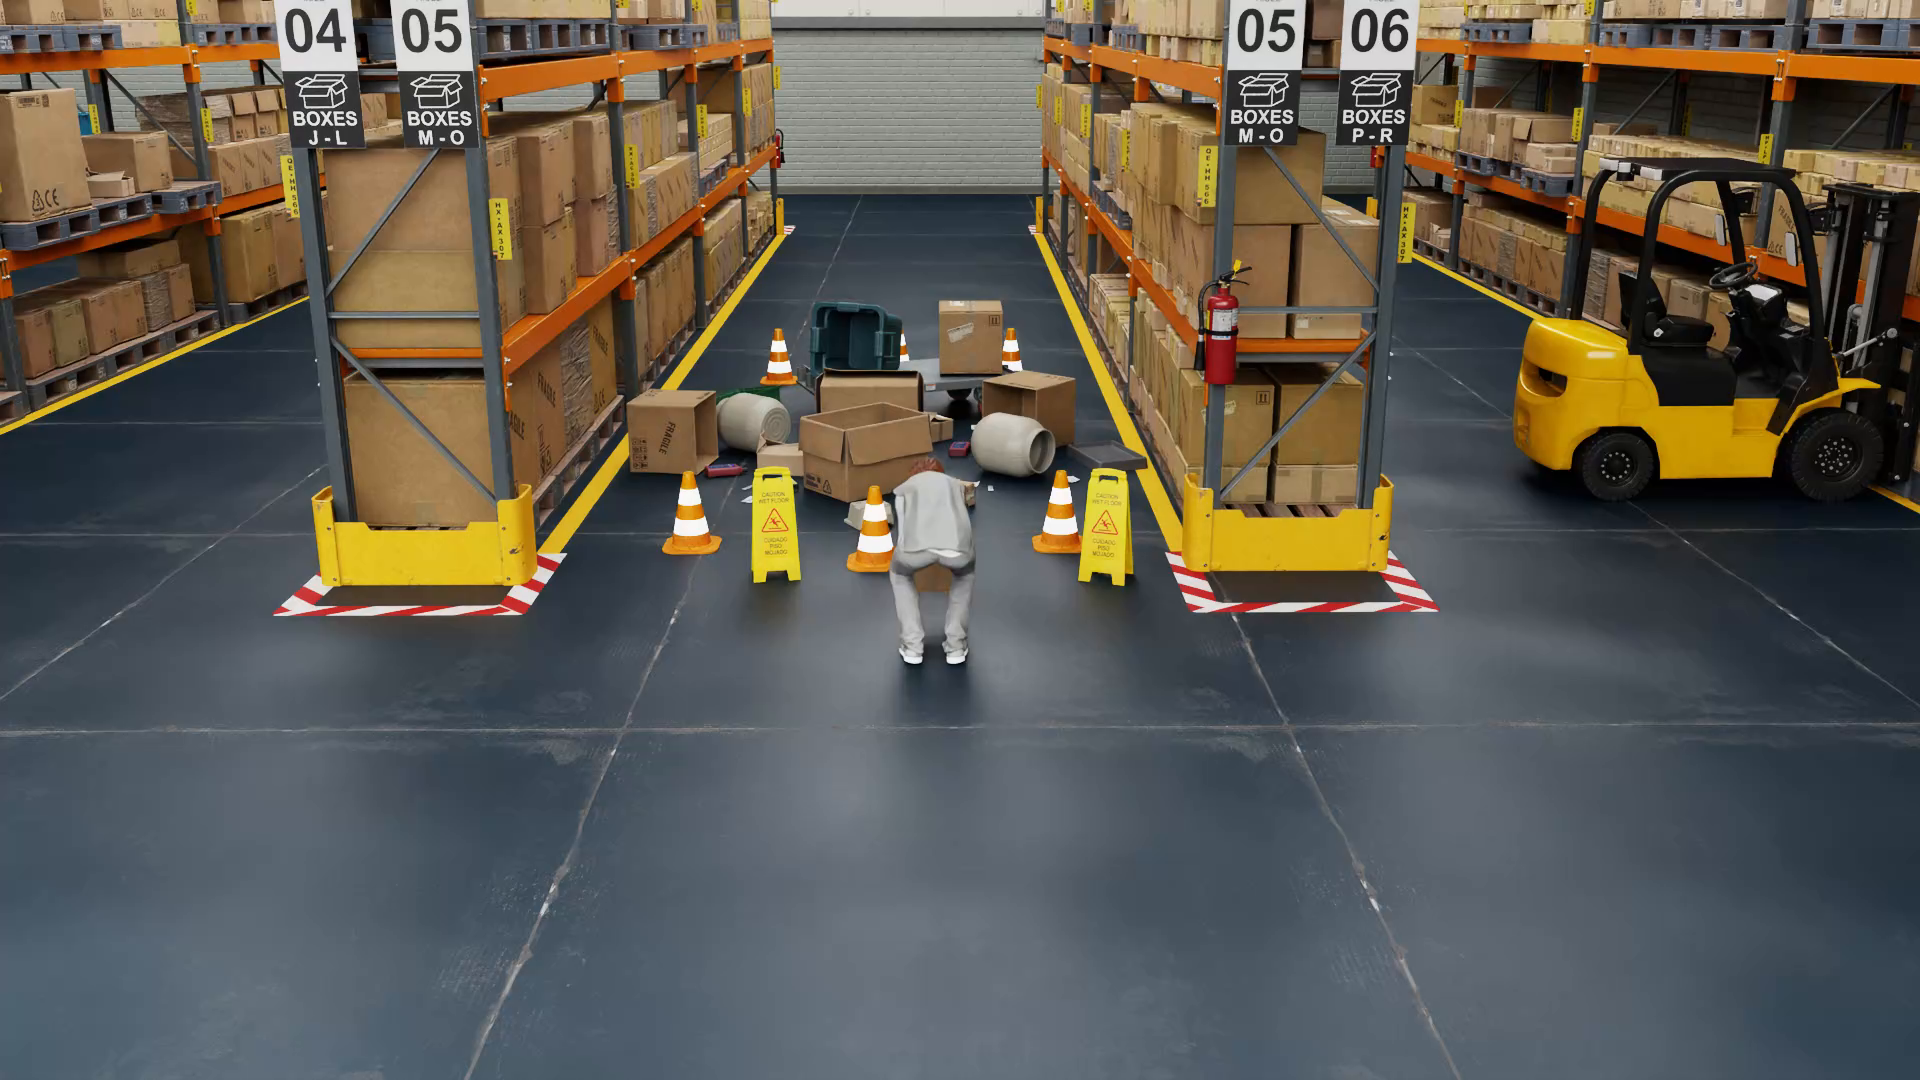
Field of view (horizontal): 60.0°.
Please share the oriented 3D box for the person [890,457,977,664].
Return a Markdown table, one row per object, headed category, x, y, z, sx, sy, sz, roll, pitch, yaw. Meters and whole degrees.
| category | x | y | z | sx | sy | sz | roll | pitch | yaw |
| --- | --- | --- | --- | --- | --- | --- | --- | --- | --- |
| person | -0.138 | 0.112 | 8.353 | 0.431 | 0.912 | 0.862 | -1 | 17 | -3 |
